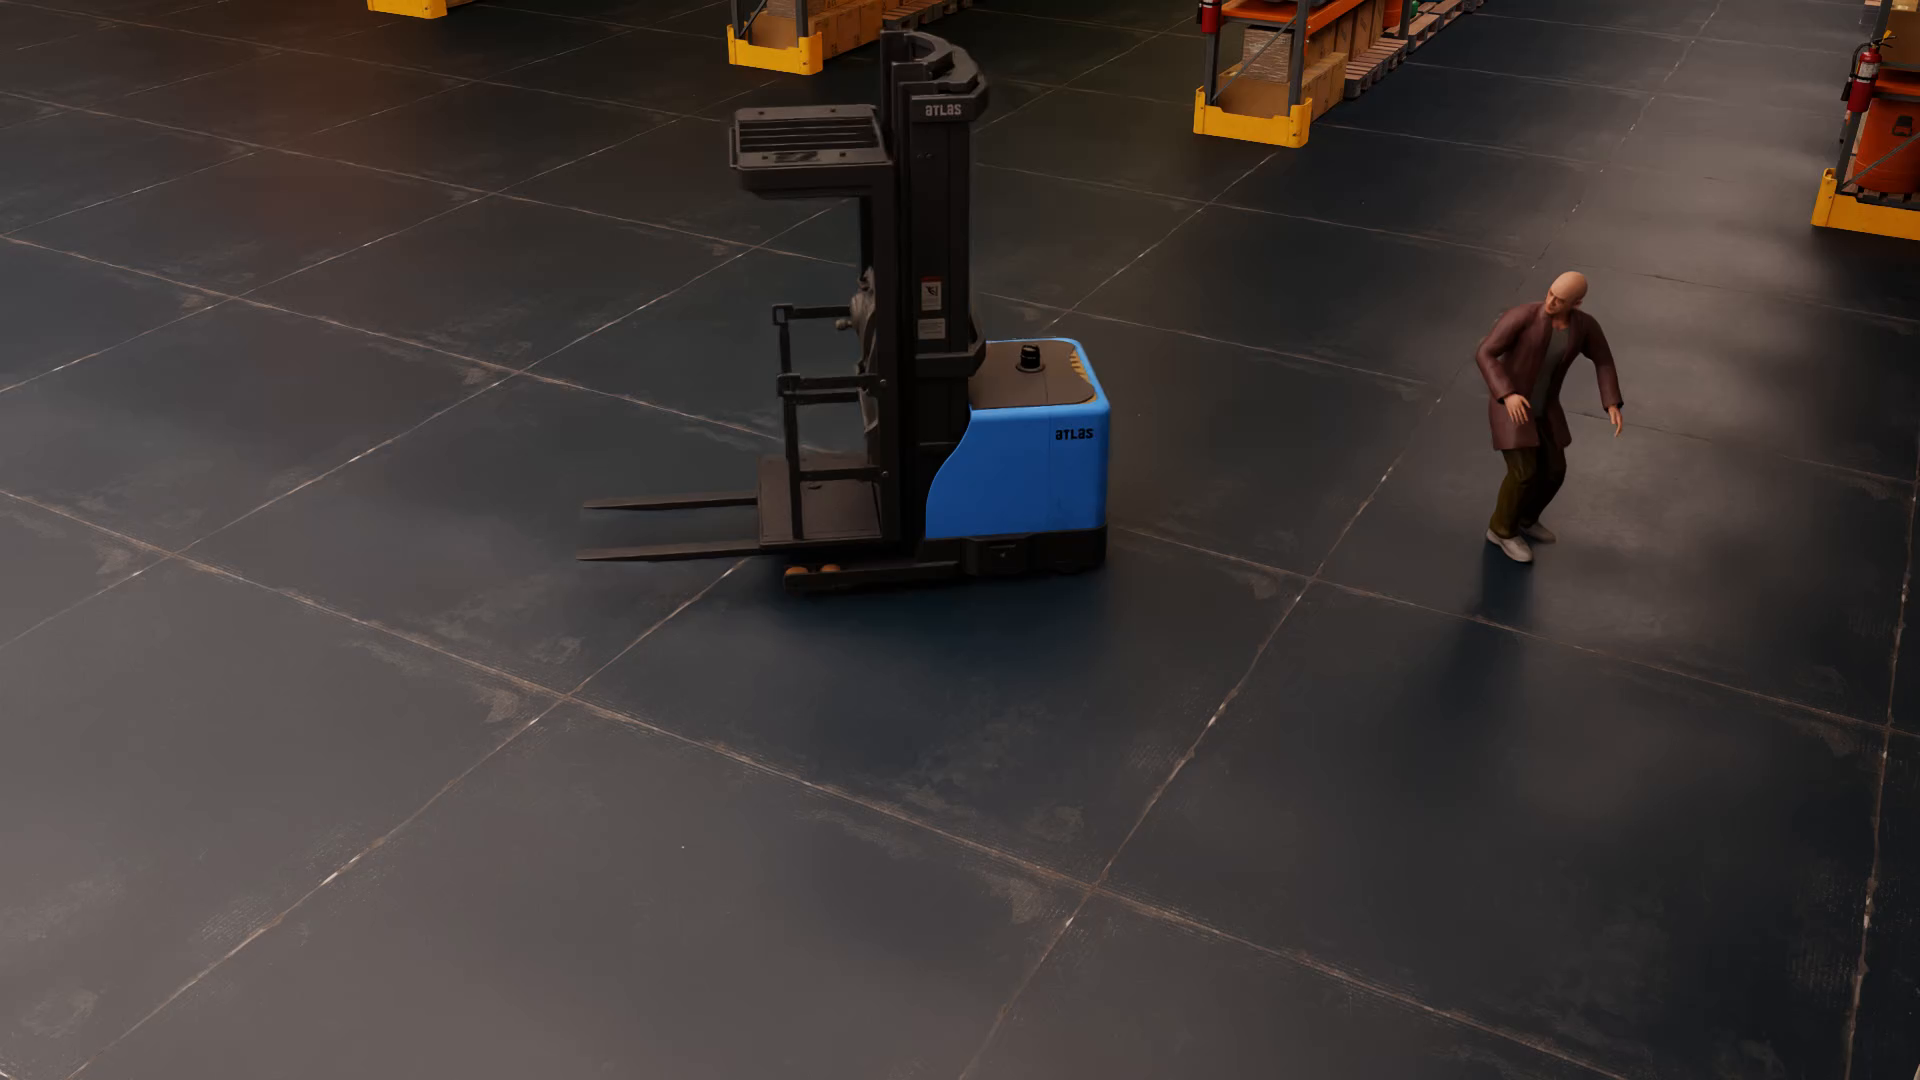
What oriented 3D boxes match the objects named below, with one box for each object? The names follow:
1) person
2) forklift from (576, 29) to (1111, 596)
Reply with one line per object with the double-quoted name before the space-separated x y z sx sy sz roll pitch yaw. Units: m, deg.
"person" 3.360 -0.712 9.561 0.830 1.723 0.576 -8 31 -14
"forklift" -0.706 -1.231 9.203 3.031 2.935 1.130 -4 30 -6
